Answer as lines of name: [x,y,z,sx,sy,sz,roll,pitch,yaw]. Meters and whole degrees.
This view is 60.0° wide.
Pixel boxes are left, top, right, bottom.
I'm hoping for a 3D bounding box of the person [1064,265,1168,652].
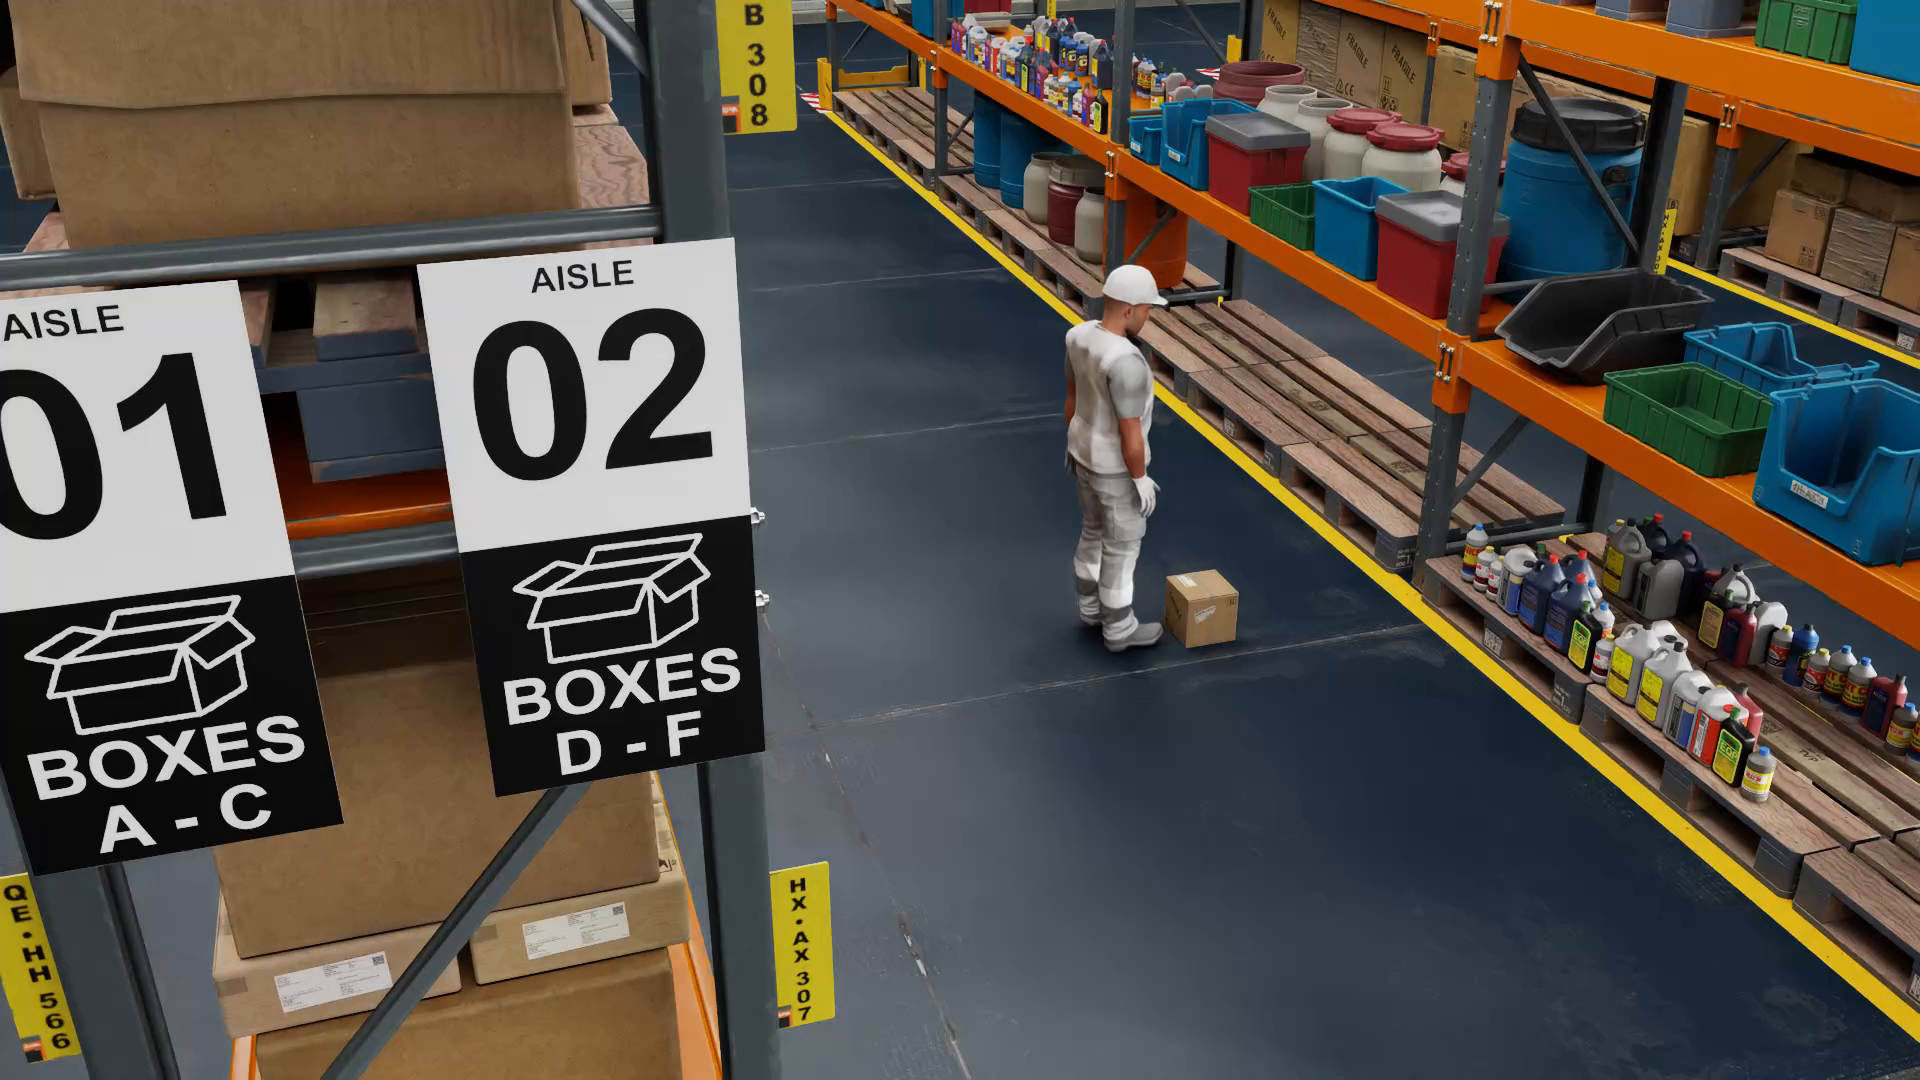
person: [0.707,-0.332,7.232,0.455,1.803,0.577,-10,28,-20]
